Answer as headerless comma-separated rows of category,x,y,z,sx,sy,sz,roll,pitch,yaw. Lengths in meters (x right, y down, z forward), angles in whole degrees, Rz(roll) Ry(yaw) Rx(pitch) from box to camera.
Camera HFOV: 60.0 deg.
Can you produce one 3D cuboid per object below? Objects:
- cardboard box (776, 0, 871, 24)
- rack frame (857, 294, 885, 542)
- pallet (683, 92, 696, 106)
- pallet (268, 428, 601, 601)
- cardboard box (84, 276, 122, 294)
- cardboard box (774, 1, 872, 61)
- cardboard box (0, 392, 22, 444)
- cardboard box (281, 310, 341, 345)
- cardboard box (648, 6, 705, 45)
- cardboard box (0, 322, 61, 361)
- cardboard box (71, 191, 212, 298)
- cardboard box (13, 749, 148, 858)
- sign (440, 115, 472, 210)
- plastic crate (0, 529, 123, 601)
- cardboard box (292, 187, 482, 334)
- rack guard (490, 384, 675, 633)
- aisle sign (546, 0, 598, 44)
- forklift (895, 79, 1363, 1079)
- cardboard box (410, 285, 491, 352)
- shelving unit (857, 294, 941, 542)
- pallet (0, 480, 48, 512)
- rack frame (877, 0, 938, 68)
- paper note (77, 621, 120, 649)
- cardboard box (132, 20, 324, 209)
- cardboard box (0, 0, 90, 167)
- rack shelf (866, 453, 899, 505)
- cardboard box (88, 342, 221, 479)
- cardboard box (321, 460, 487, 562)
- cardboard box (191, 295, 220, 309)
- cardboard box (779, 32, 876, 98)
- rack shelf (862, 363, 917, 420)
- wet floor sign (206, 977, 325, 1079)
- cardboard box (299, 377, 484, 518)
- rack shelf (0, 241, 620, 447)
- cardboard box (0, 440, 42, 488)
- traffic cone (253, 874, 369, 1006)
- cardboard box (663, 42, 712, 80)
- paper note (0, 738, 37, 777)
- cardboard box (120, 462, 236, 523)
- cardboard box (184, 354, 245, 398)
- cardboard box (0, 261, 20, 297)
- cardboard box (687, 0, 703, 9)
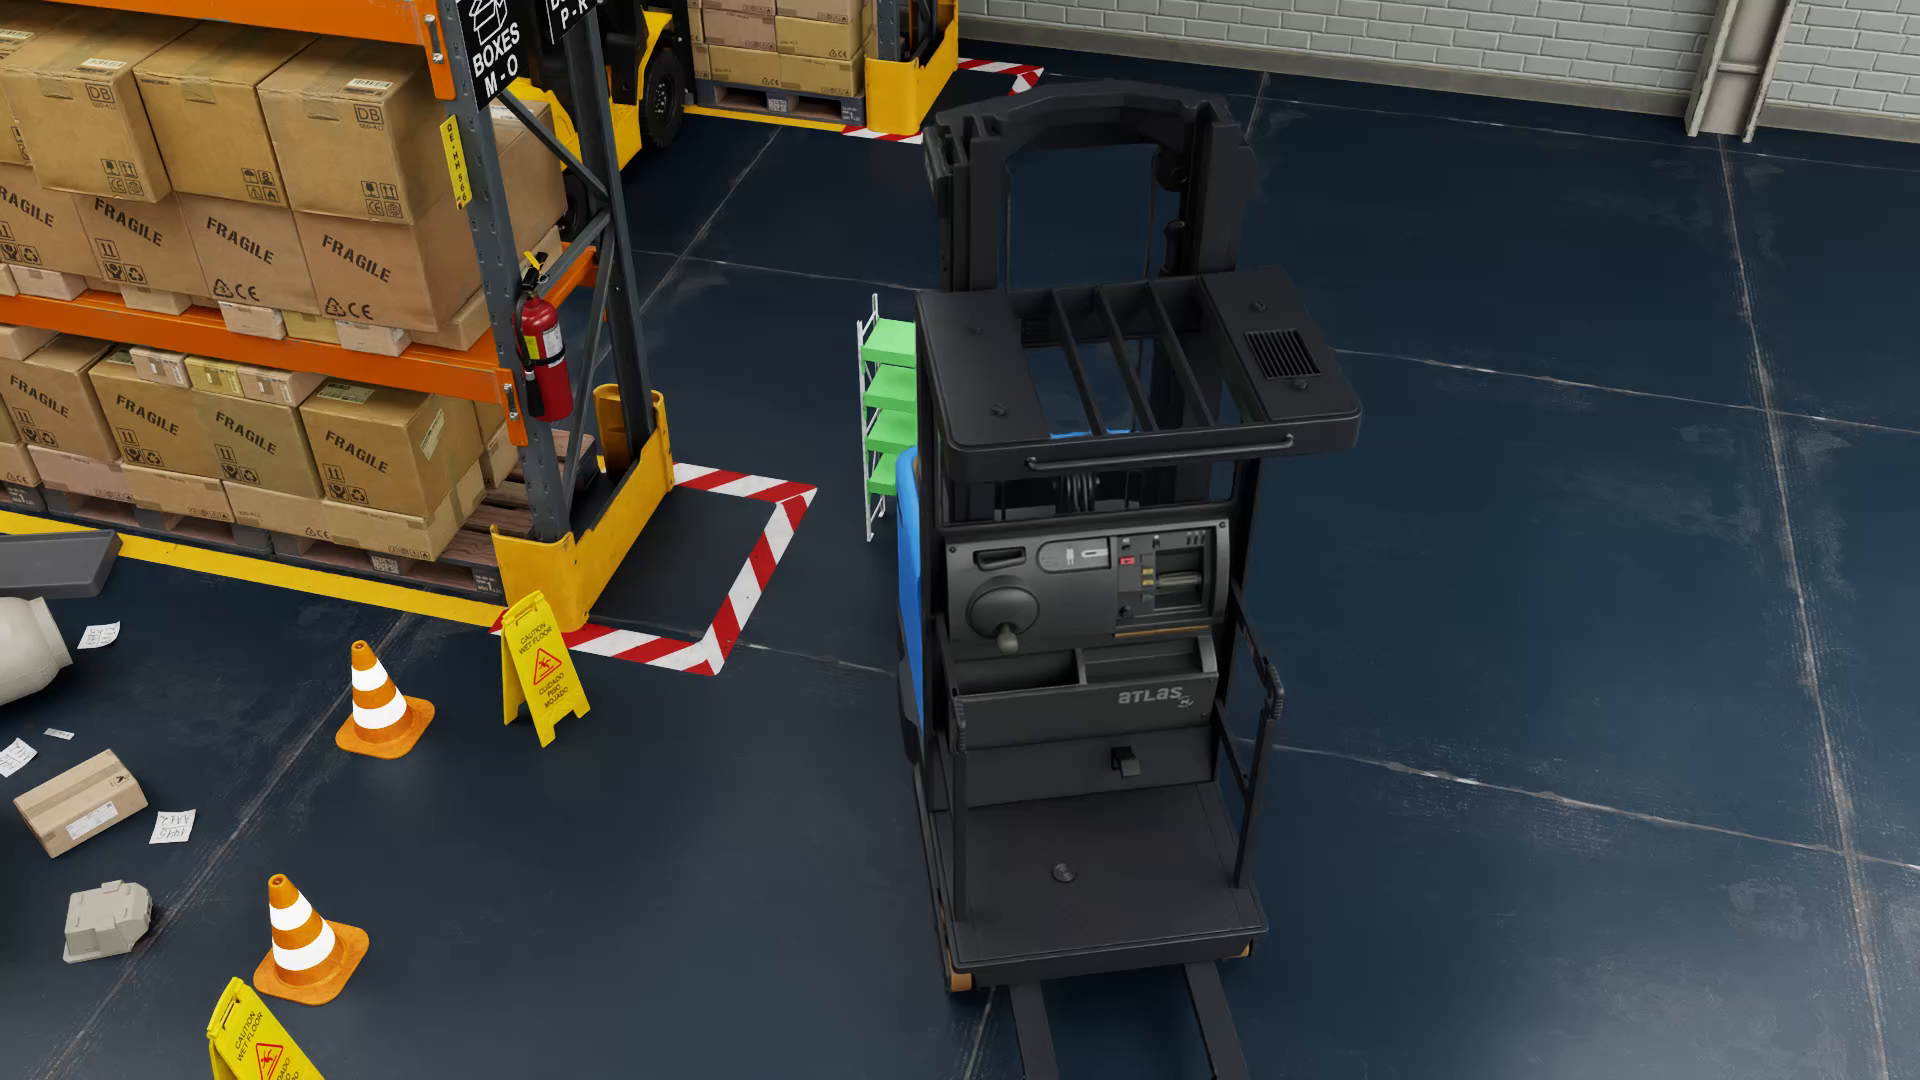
cardboard box,-0.864,-3.569,10.726,0.500,0.250,0.500,11,41,13
rack frame,-0.396,-0.528,7.470,0.015,1.200,0.240,10,41,11
pallet,-2.263,-3.433,11.698,1.213,0.211,1.003,10,41,11
pallet,-2.468,-0.213,7.864,1.213,0.211,1.003,10,41,11
cardboard box,-3.507,-1.210,7.078,0.250,0.149,0.380,10,41,11
cardboard box,-0.890,-3.381,10.891,0.500,0.250,0.500,9,41,11
cardboard box,-4.462,-0.823,7.651,0.500,0.500,0.500,11,41,13
cardboard box,-2.551,-0.973,6.796,0.250,0.149,0.380,9,41,11
cardboard box,-1.876,-3.544,11.085,0.500,0.250,0.500,9,41,10
cardboard box,-4.119,-0.968,7.319,0.250,0.149,0.380,12,41,14
cardboard box,-3.179,-1.354,6.745,0.500,0.500,0.500,10,41,11
cardboard box,-3.406,1.018,6.447,0.250,0.149,0.380,33,50,33
sign,-1.781,-1.334,5.884,0.005,0.325,0.100,10,41,11
plastic crate,-4.178,0.113,7.578,0.583,0.080,0.402,-3,40,-4
cardboard box,-2.214,-1.182,6.541,0.500,0.500,0.500,9,41,11
rack guard,-1.692,-0.166,7.584,0.348,0.500,1.175,10,41,11
aisle sign,-1.478,-2.289,6.146,0.004,0.787,0.394,10,41,11
forklift,0.449,0.222,5.231,1.130,2.935,3.031,-5,40,-6
cardboard box,-2.035,-0.944,6.761,0.250,0.149,0.380,11,41,13
shelving unit,-0.160,-0.487,7.421,0.503,1.200,0.258,10,41,11
pallet,-4.825,-0.618,8.347,1.213,0.211,1.003,10,41,11
rack frame,-0.339,-4.195,10.437,0.127,3.000,1.000,10,41,11
paper note,-3.757,0.413,7.258,0.148,0.019,0.142,-3,40,-4
cardboard box,-2.655,-1.684,6.361,0.500,0.500,0.700,10,41,12
cardboard box,-3.621,-1.874,6.587,0.500,0.500,0.700,10,41,11
rack shelf,-0.160,-0.254,7.617,0.480,0.148,0.258,10,41,11
cardboard box,-3.451,-0.650,7.444,0.500,0.500,0.500,9,41,10
cardboard box,-2.492,-0.190,7.480,0.500,0.250,0.500,10,41,11
cardboard box,-3.018,-1.127,6.979,0.250,0.149,0.380,10,41,12
cardboard box,-0.875,-3.185,11.046,0.500,0.250,0.500,10,41,12
rack shelf,-0.160,-0.622,7.308,0.480,0.148,0.258,10,41,11
wet floor sign,-2.261,1.657,5.299,0.232,0.644,0.267,3,40,4
cardboard box,-2.460,-0.477,7.239,0.500,0.500,0.500,10,41,12
rack shelf,-3.551,-1.168,7.392,4.000,0.370,1.077,10,41,11
cardboard box,-4.464,-0.536,7.892,0.500,0.250,0.500,12,41,14
traffic cone,-2.326,1.337,5.823,0.334,0.463,0.336,10,41,11
cardboard box,-1.833,-3.362,11.257,0.500,0.250,0.500,10,41,12
paper note,-3.828,0.876,6.717,0.142,0.019,0.148,24,46,26
cardboard box,-3.474,-0.361,7.683,0.500,0.250,0.500,8,41,10
cardboard box,-3.074,-0.789,7.105,0.250,0.149,0.380,10,41,12
cardboard box,-4.028,-1.209,7.078,0.250,0.149,0.380,10,41,12
cardboard box,-1.849,-3.728,10.915,0.500,0.250,0.500,10,41,12
